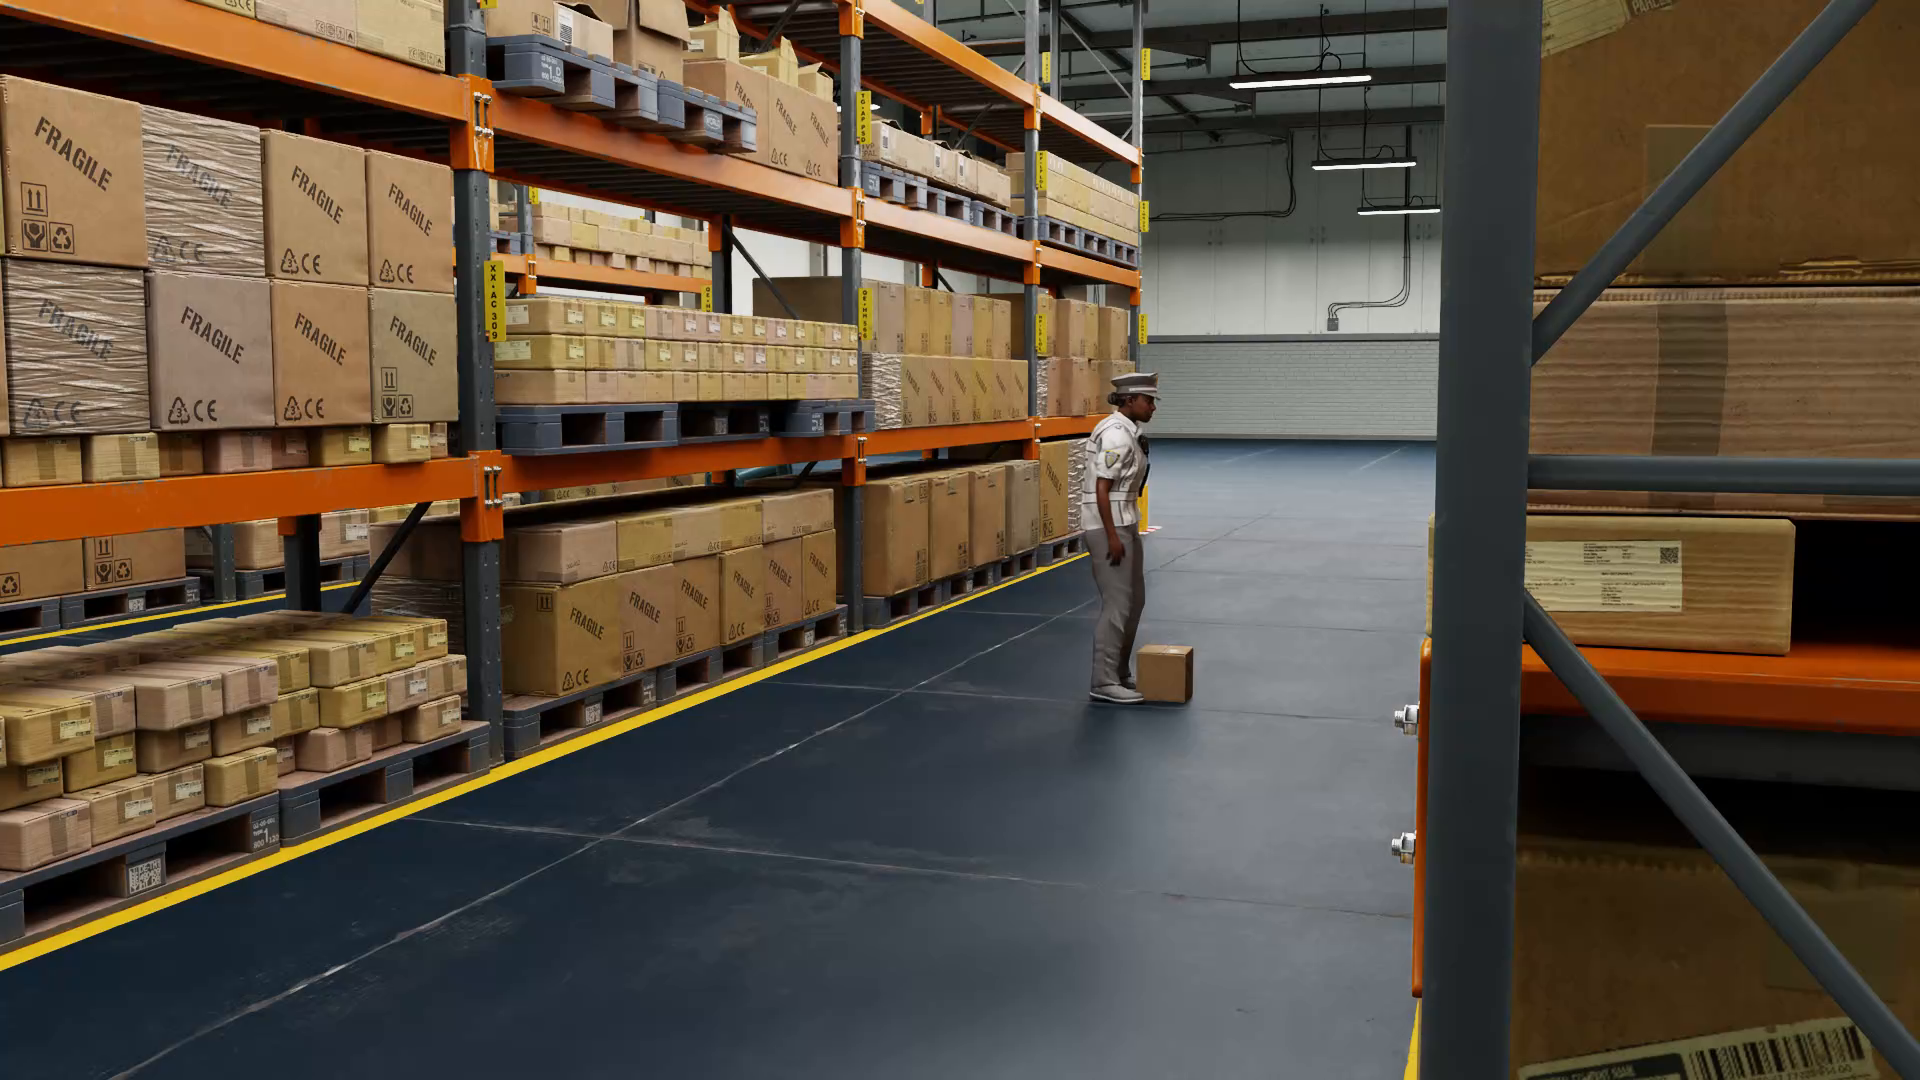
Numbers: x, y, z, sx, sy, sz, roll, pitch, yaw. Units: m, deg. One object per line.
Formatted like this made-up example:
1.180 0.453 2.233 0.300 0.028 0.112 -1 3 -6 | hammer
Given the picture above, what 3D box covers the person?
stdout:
0.819 -0.023 8.509 0.396 1.657 0.503 2 6 18 | person
